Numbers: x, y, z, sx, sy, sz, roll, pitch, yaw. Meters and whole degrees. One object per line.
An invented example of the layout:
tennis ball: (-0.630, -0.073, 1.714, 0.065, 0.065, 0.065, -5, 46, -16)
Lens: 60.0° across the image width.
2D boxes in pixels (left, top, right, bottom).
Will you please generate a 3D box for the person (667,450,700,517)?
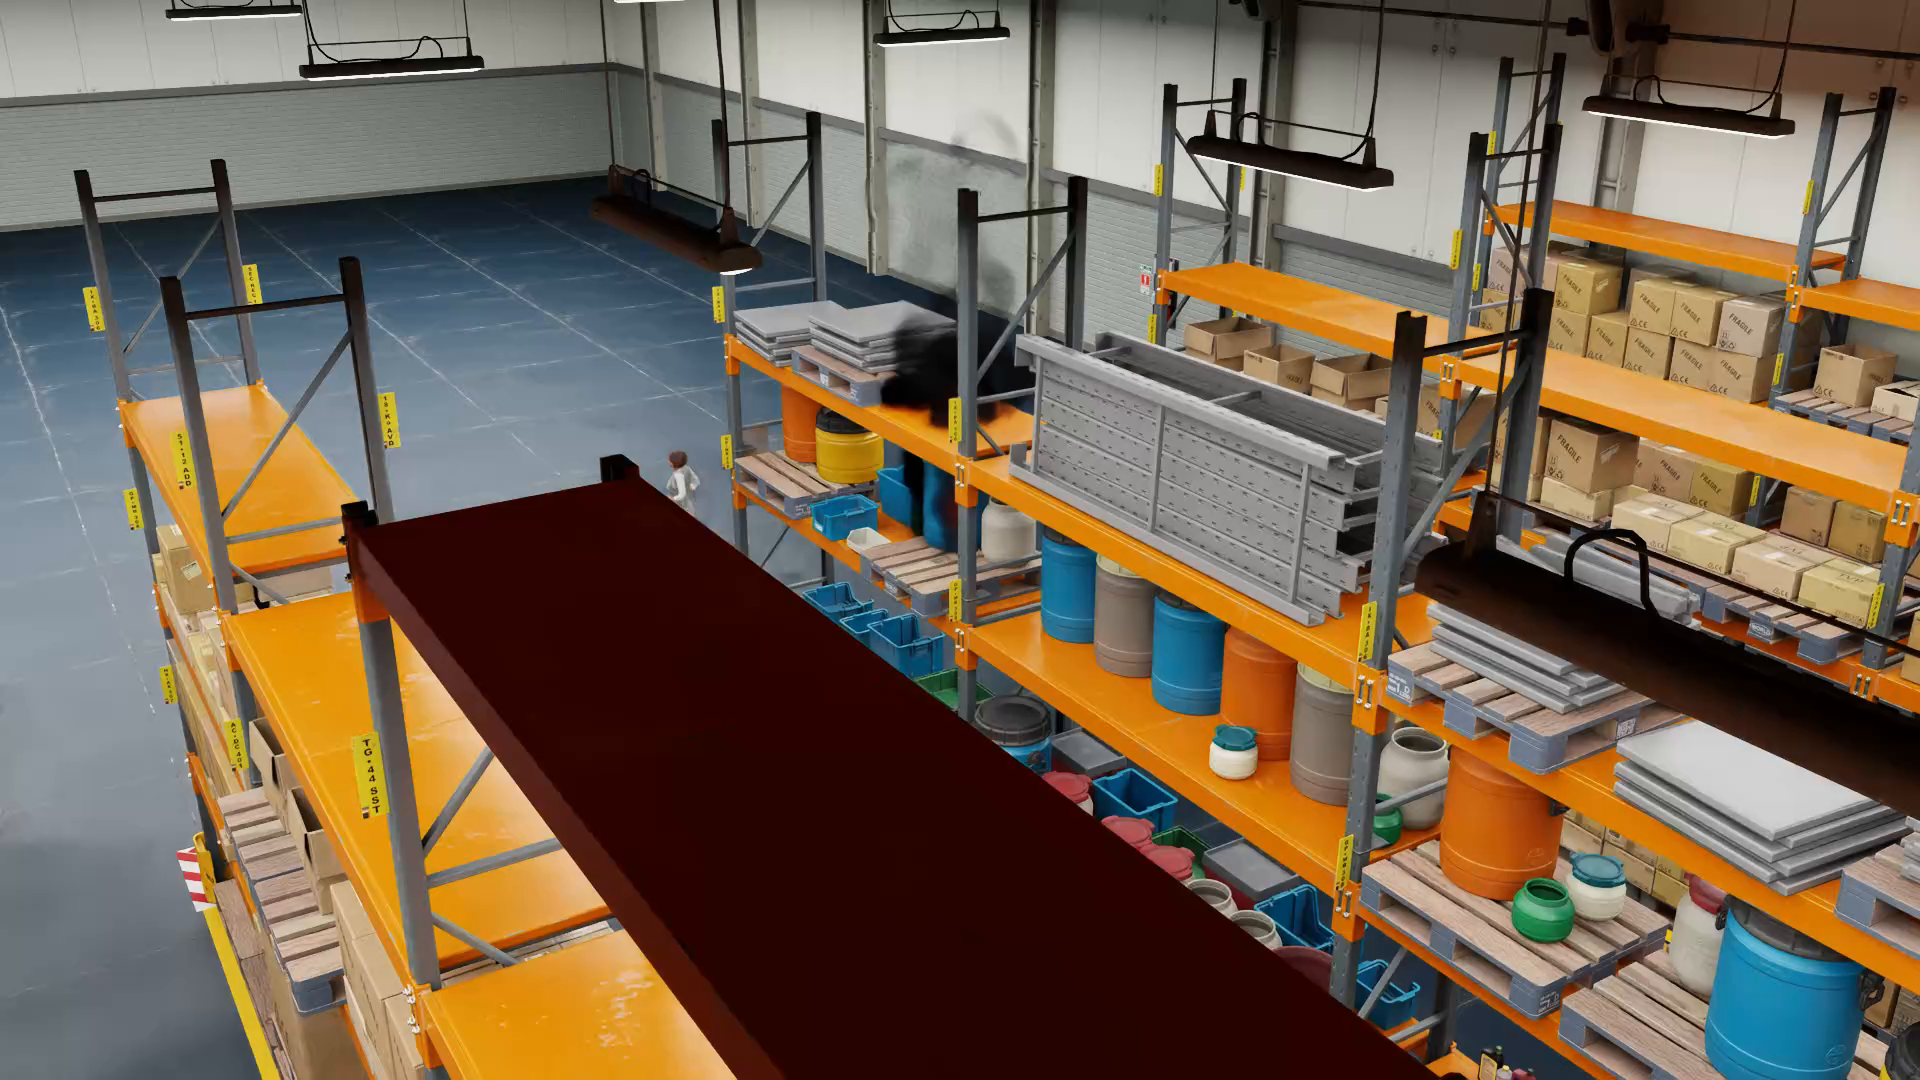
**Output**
person: (-3.246, -0.301, 20.024, 0.691, 1.640, 0.561, -1, 22, -3)
